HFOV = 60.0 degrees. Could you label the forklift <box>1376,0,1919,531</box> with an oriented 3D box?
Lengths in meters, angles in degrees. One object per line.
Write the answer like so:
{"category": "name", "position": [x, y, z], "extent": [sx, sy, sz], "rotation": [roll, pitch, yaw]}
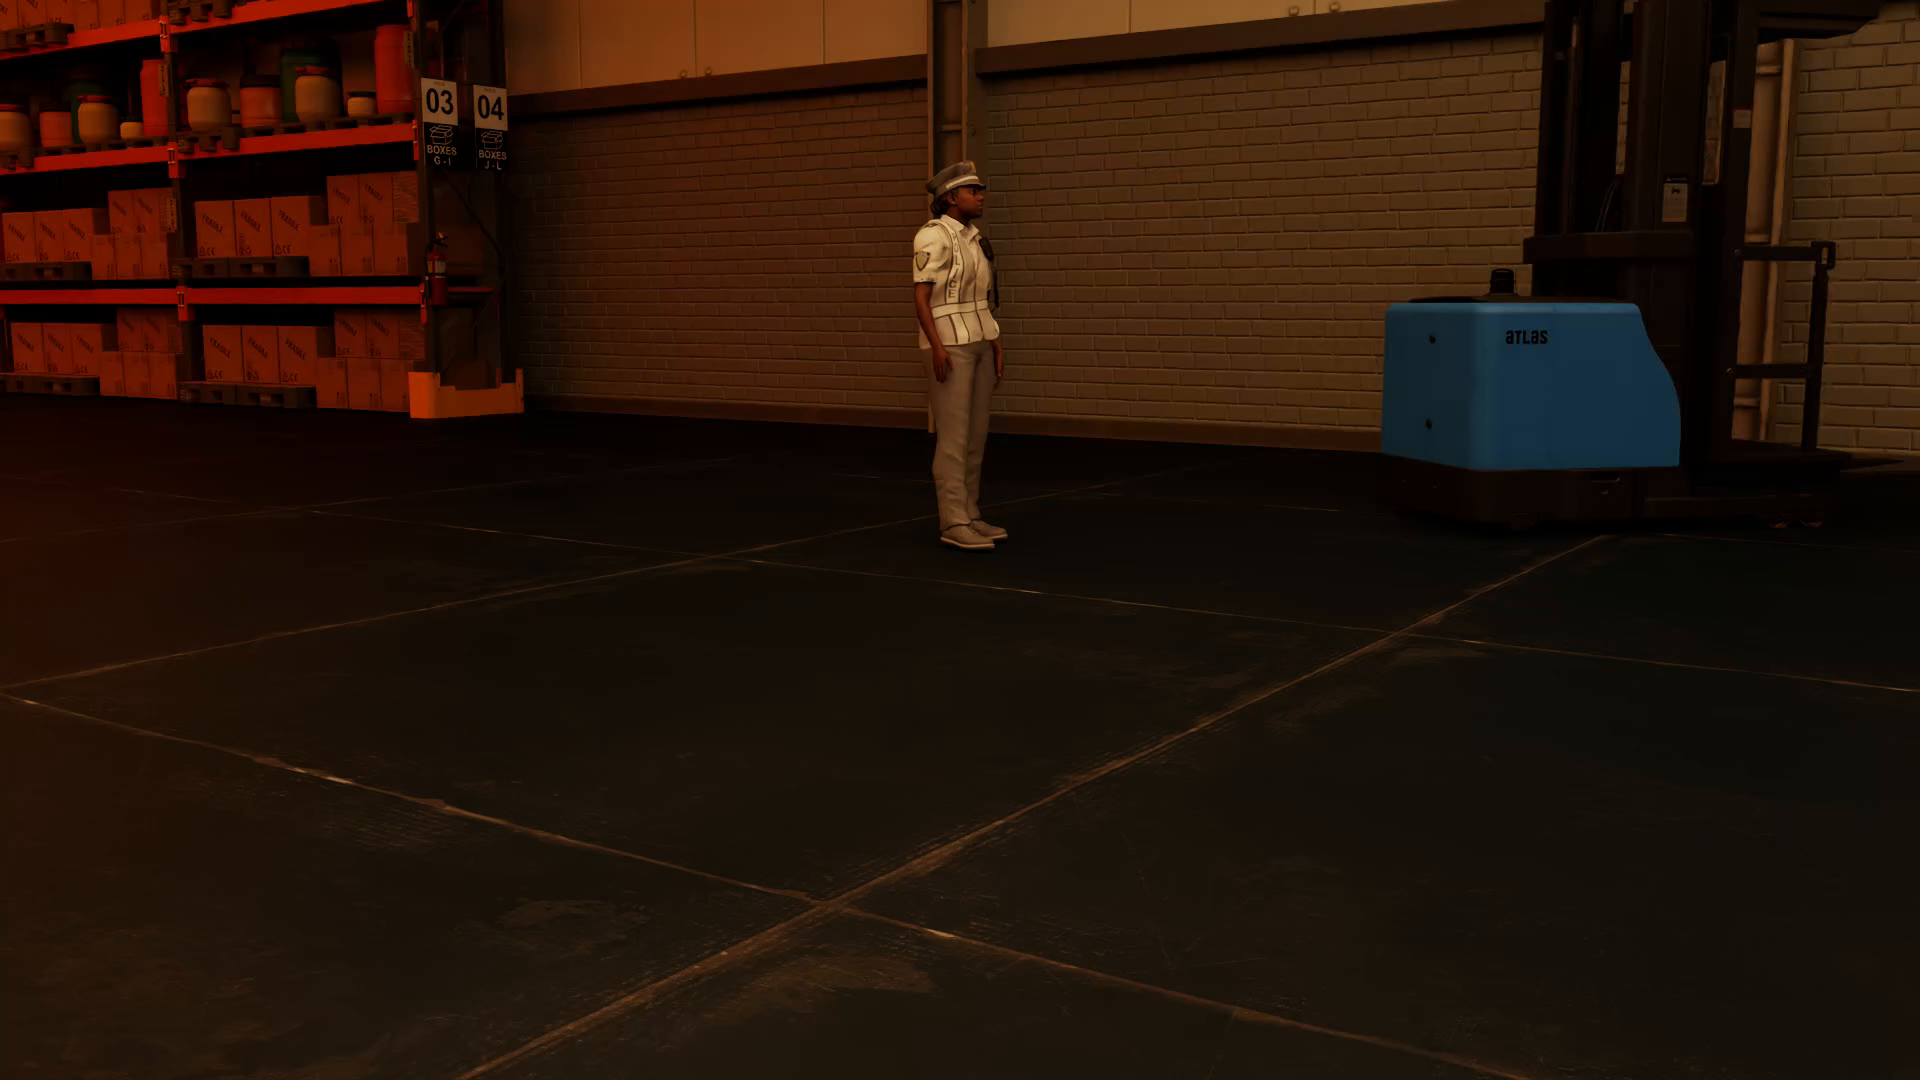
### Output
{"category": "forklift", "position": [3.716, -1.575, 8.268], "extent": [3.031, 2.935, 1.130], "rotation": [-2, 8, -13]}

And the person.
{"category": "person", "position": [0.051, -0.838, 7.426], "extent": [0.530, 1.695, 0.570], "rotation": [5, 10, 34]}
